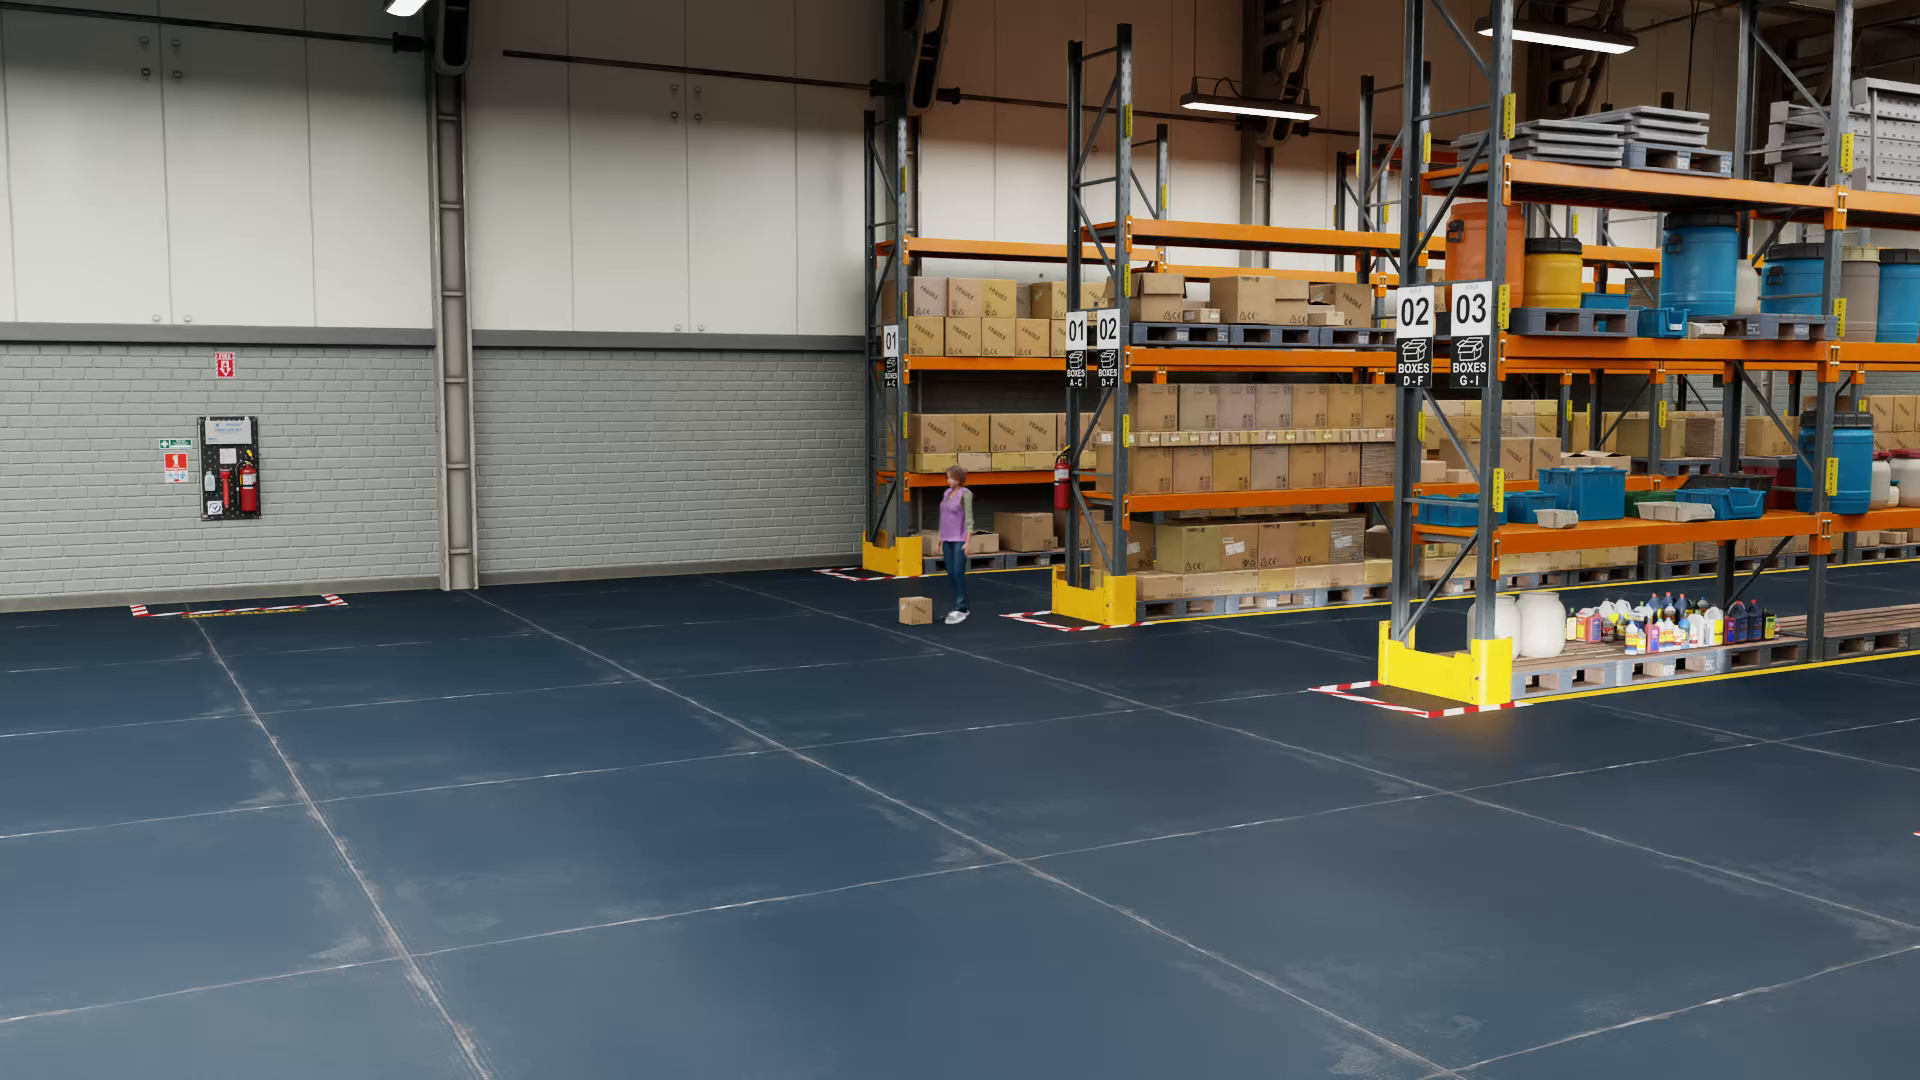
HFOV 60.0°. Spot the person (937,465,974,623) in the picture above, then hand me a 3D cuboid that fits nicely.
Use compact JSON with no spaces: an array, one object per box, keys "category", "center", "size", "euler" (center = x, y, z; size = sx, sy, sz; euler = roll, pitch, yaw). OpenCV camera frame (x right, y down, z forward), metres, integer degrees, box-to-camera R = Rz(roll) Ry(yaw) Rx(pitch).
[{"category":"person","center":[-0.034,0.032,17.232],"size":[0.460,1.612,0.430],"euler":[-4,7,-39]}]
